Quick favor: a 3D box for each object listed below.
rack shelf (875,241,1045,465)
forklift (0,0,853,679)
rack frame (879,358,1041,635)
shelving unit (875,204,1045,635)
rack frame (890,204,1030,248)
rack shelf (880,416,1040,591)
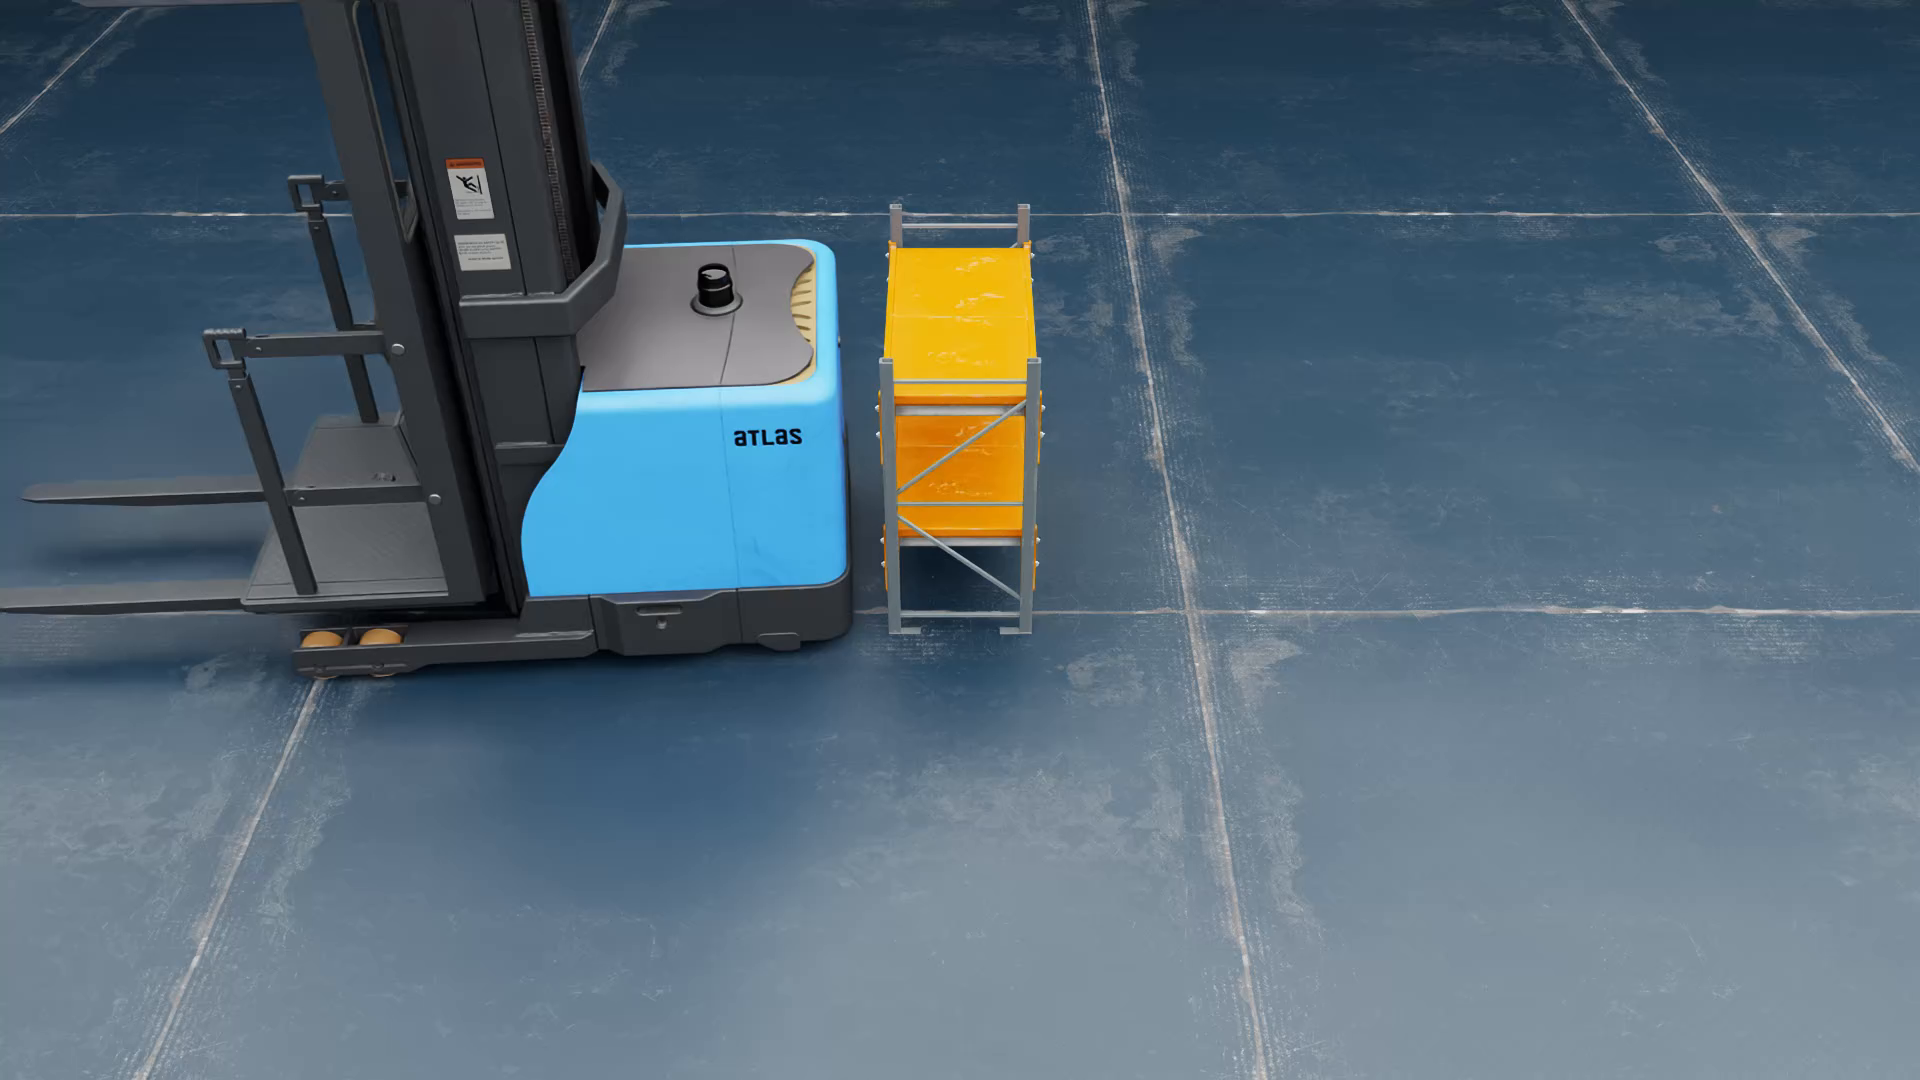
[{"bbox_3d":[0.000,-0.663,5.710,0.538,0.278,1.000,0,39,0],"label":"rack shelf"},{"bbox_3d":[-1.911,-1.013,5.170,3.031,2.935,1.130,-2,39,-3],"label":"forklift"},{"bbox_3d":[0.001,-0.117,5.496,0.500,1.125,0.032,0,39,0],"label":"rack frame"},{"bbox_3d":[0.000,-0.435,5.893,0.538,1.125,1.048,0,39,0],"label":"shelving unit"},{"bbox_3d":[-0.001,-0.753,6.290,0.500,1.125,0.032,0,39,0],"label":"rack frame"},{"bbox_3d":[0.000,-0.244,6.046,0.538,0.278,1.000,0,39,0],"label":"rack shelf"}]
